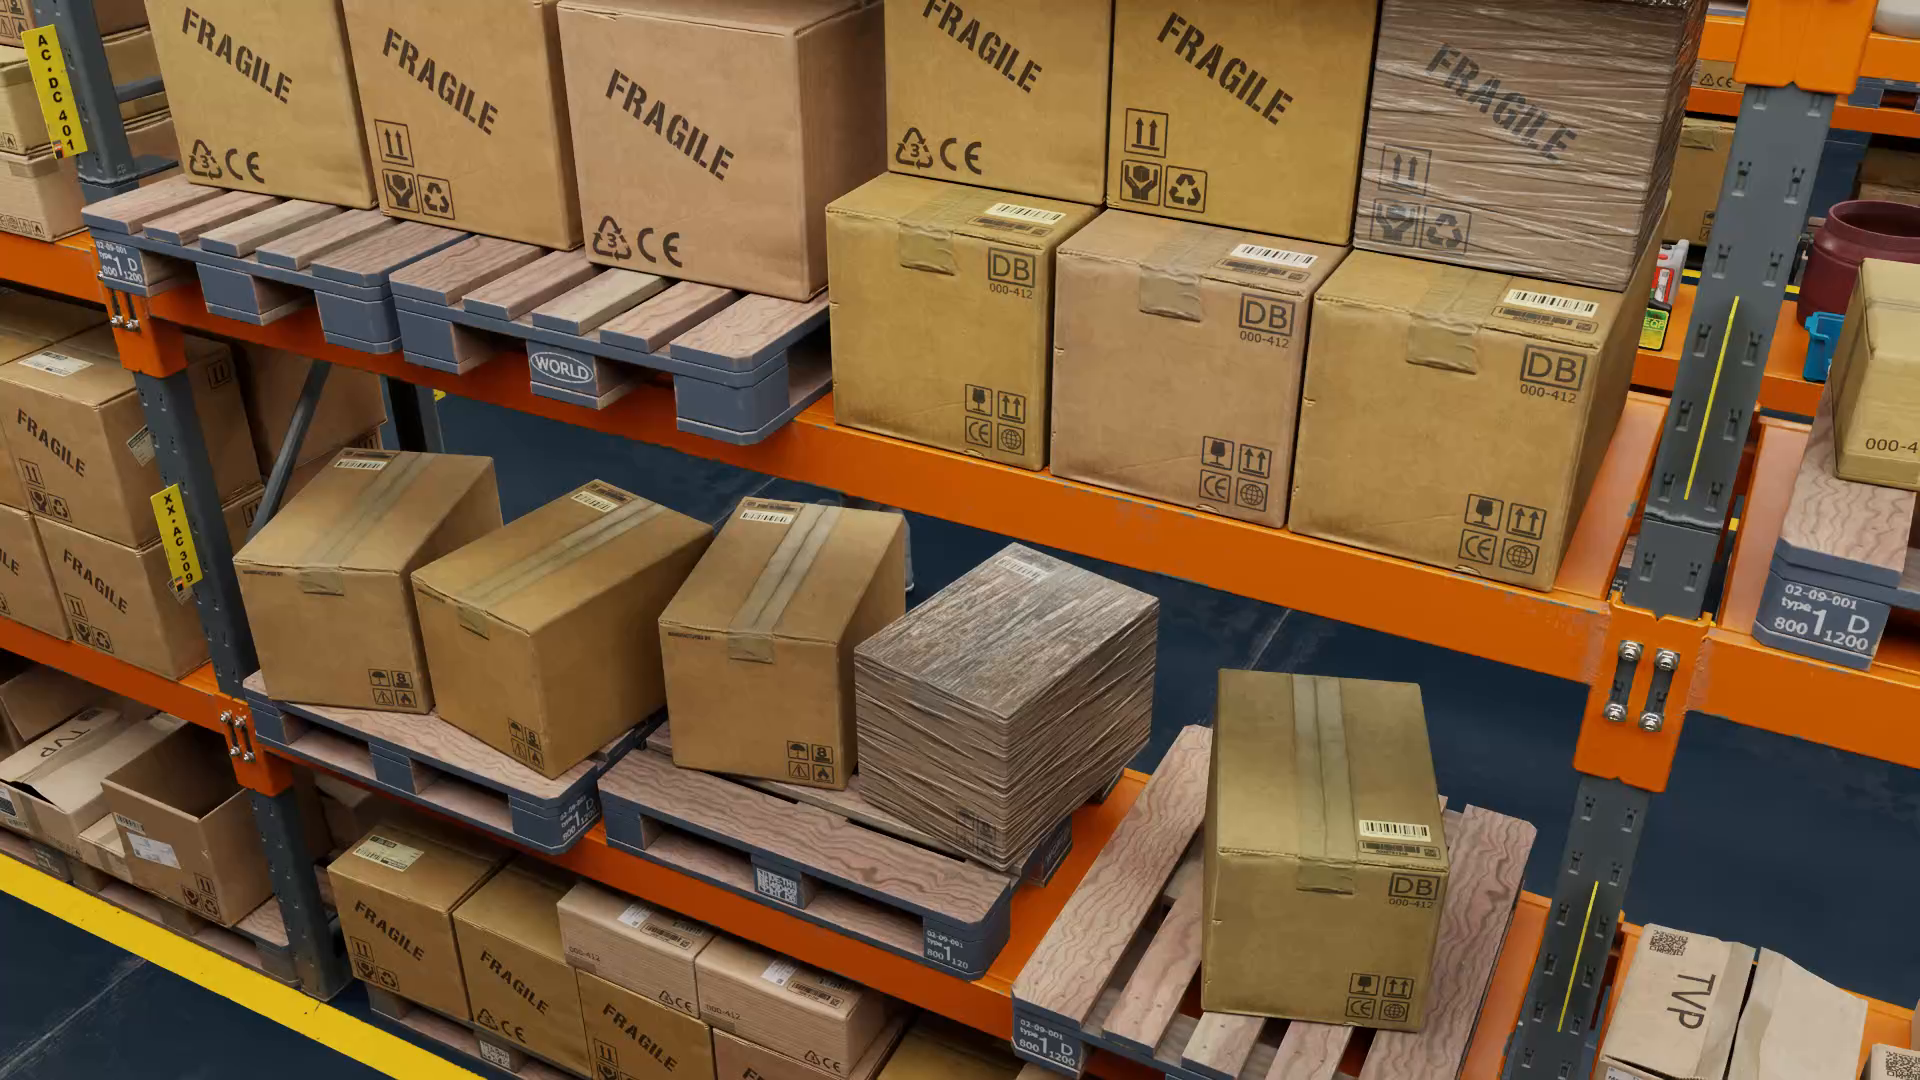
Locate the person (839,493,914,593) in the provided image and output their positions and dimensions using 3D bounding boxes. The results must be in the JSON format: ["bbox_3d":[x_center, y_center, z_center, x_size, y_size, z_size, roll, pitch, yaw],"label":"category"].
[{"bbox_3d":[-0.427,-0.415,7.839,0.419,1.663,0.529,13,33,21],"label":"person"}]
